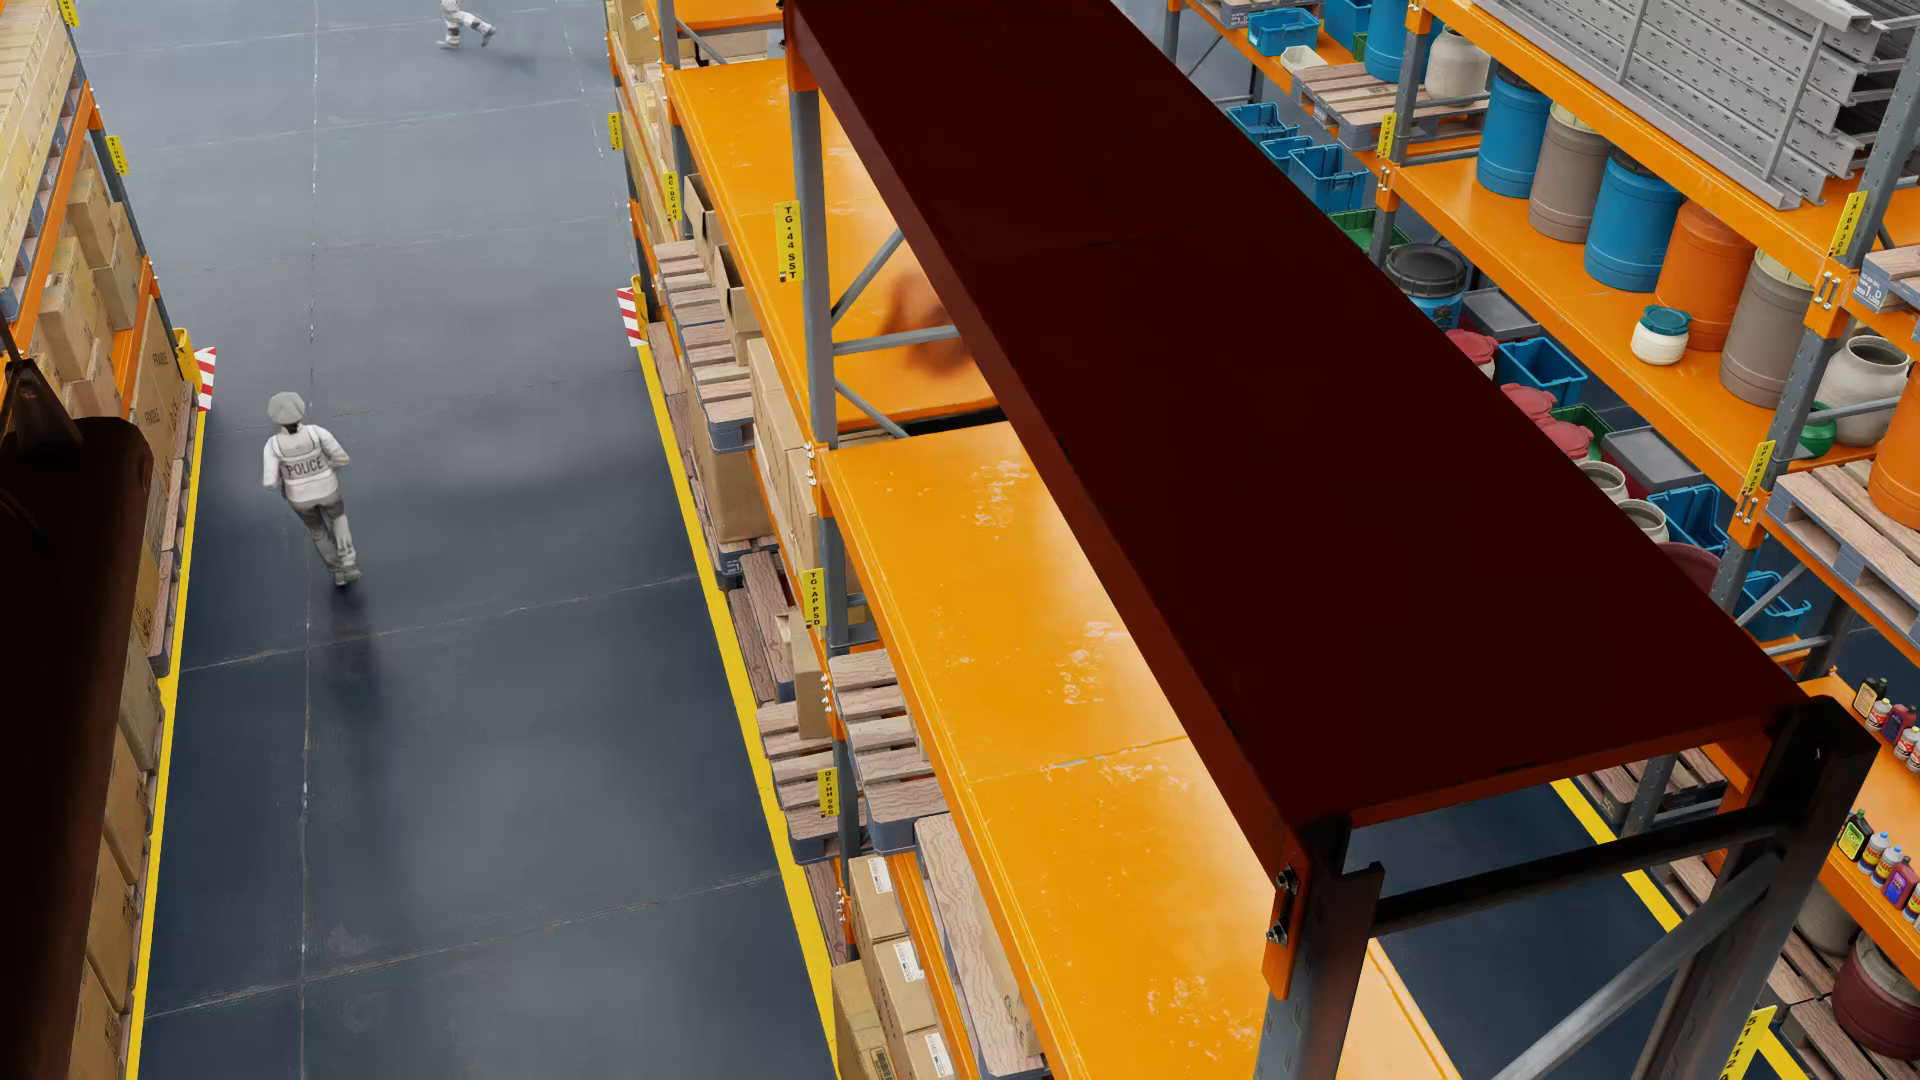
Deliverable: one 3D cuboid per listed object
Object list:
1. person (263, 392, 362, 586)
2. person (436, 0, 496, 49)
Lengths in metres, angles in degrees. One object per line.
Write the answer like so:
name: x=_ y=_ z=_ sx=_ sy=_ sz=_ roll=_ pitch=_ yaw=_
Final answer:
person: x=-4.635 y=-0.335 z=11.918 sx=0.602 sy=1.652 sz=0.544 roll=-18 pitch=42 yaw=-21
person: x=-6.022 y=-6.700 z=19.868 sx=0.867 sy=1.760 sz=0.669 roll=7 pitch=39 yaw=8
